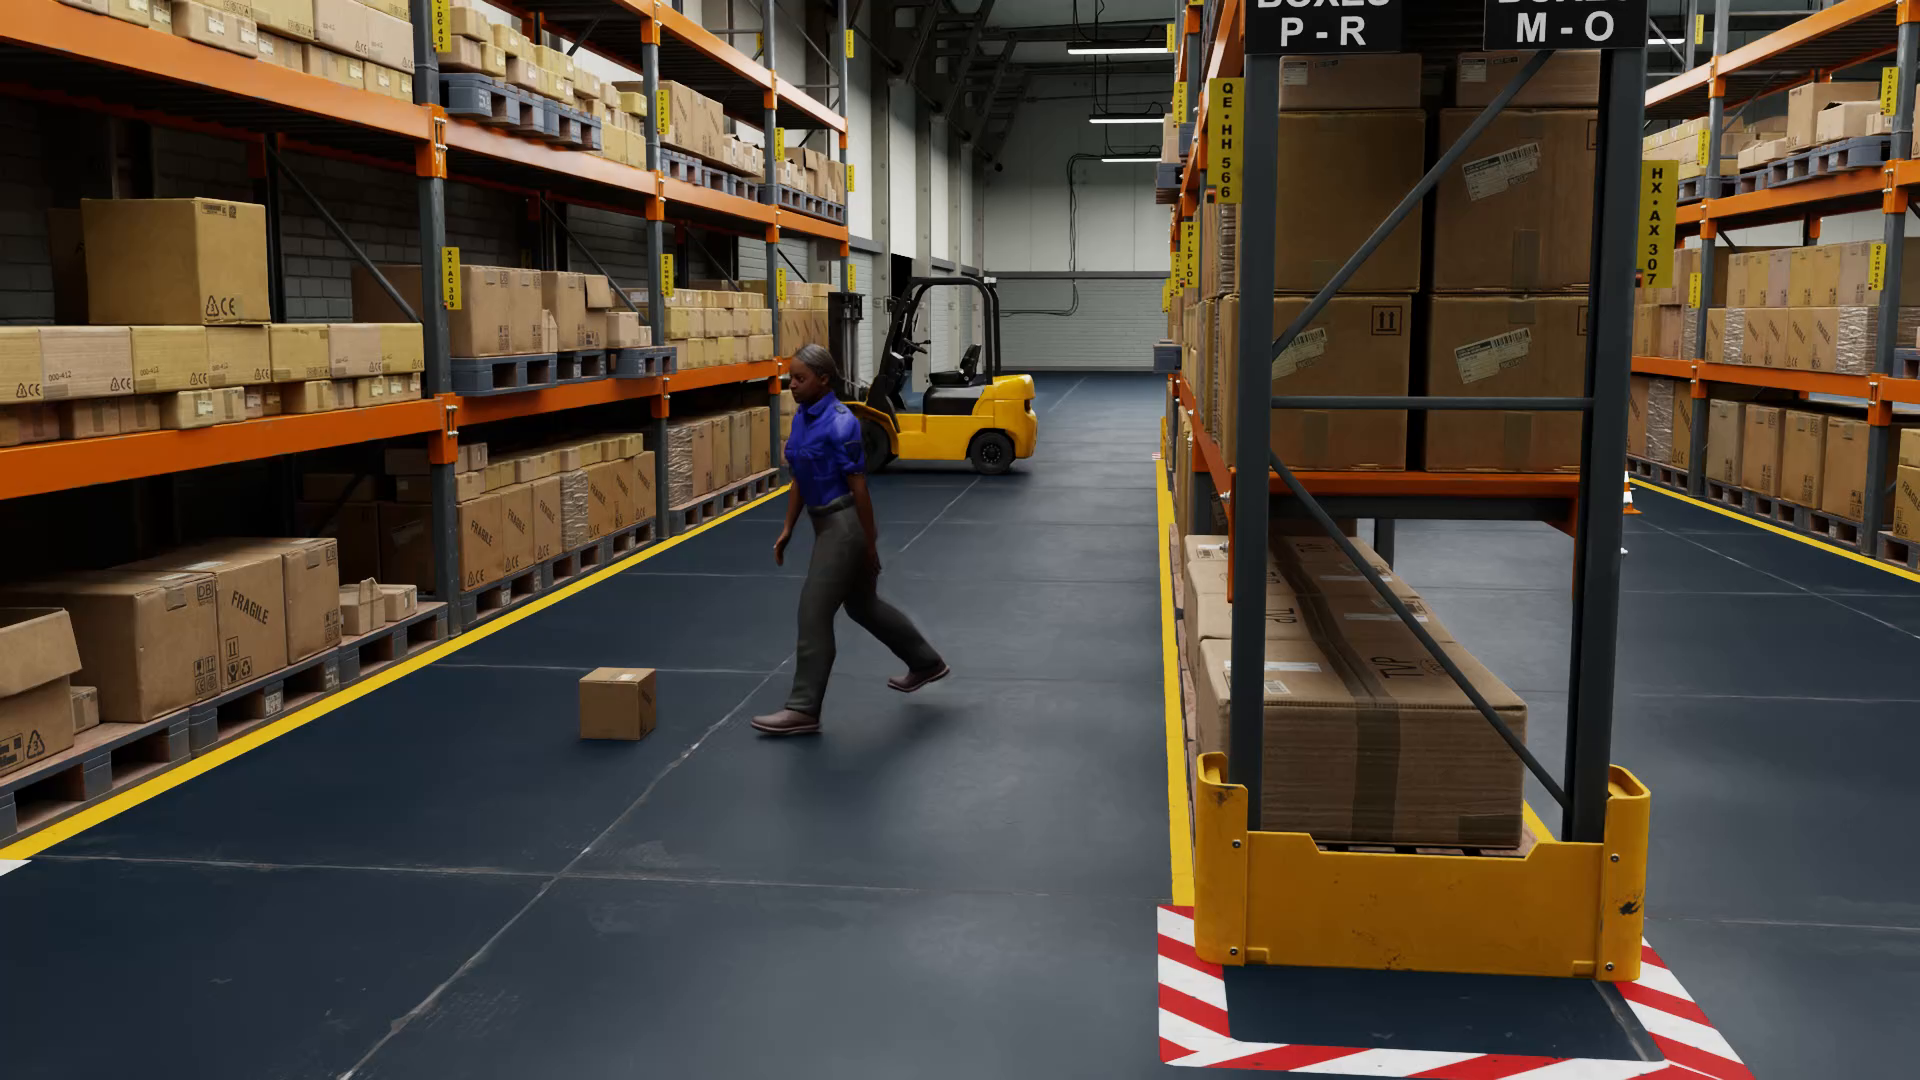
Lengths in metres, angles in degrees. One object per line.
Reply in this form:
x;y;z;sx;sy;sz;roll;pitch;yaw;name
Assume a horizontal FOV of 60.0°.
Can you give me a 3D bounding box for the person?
-0.470;-0.033;7.106;0.964;1.607;0.476;-3;8;-20;person
